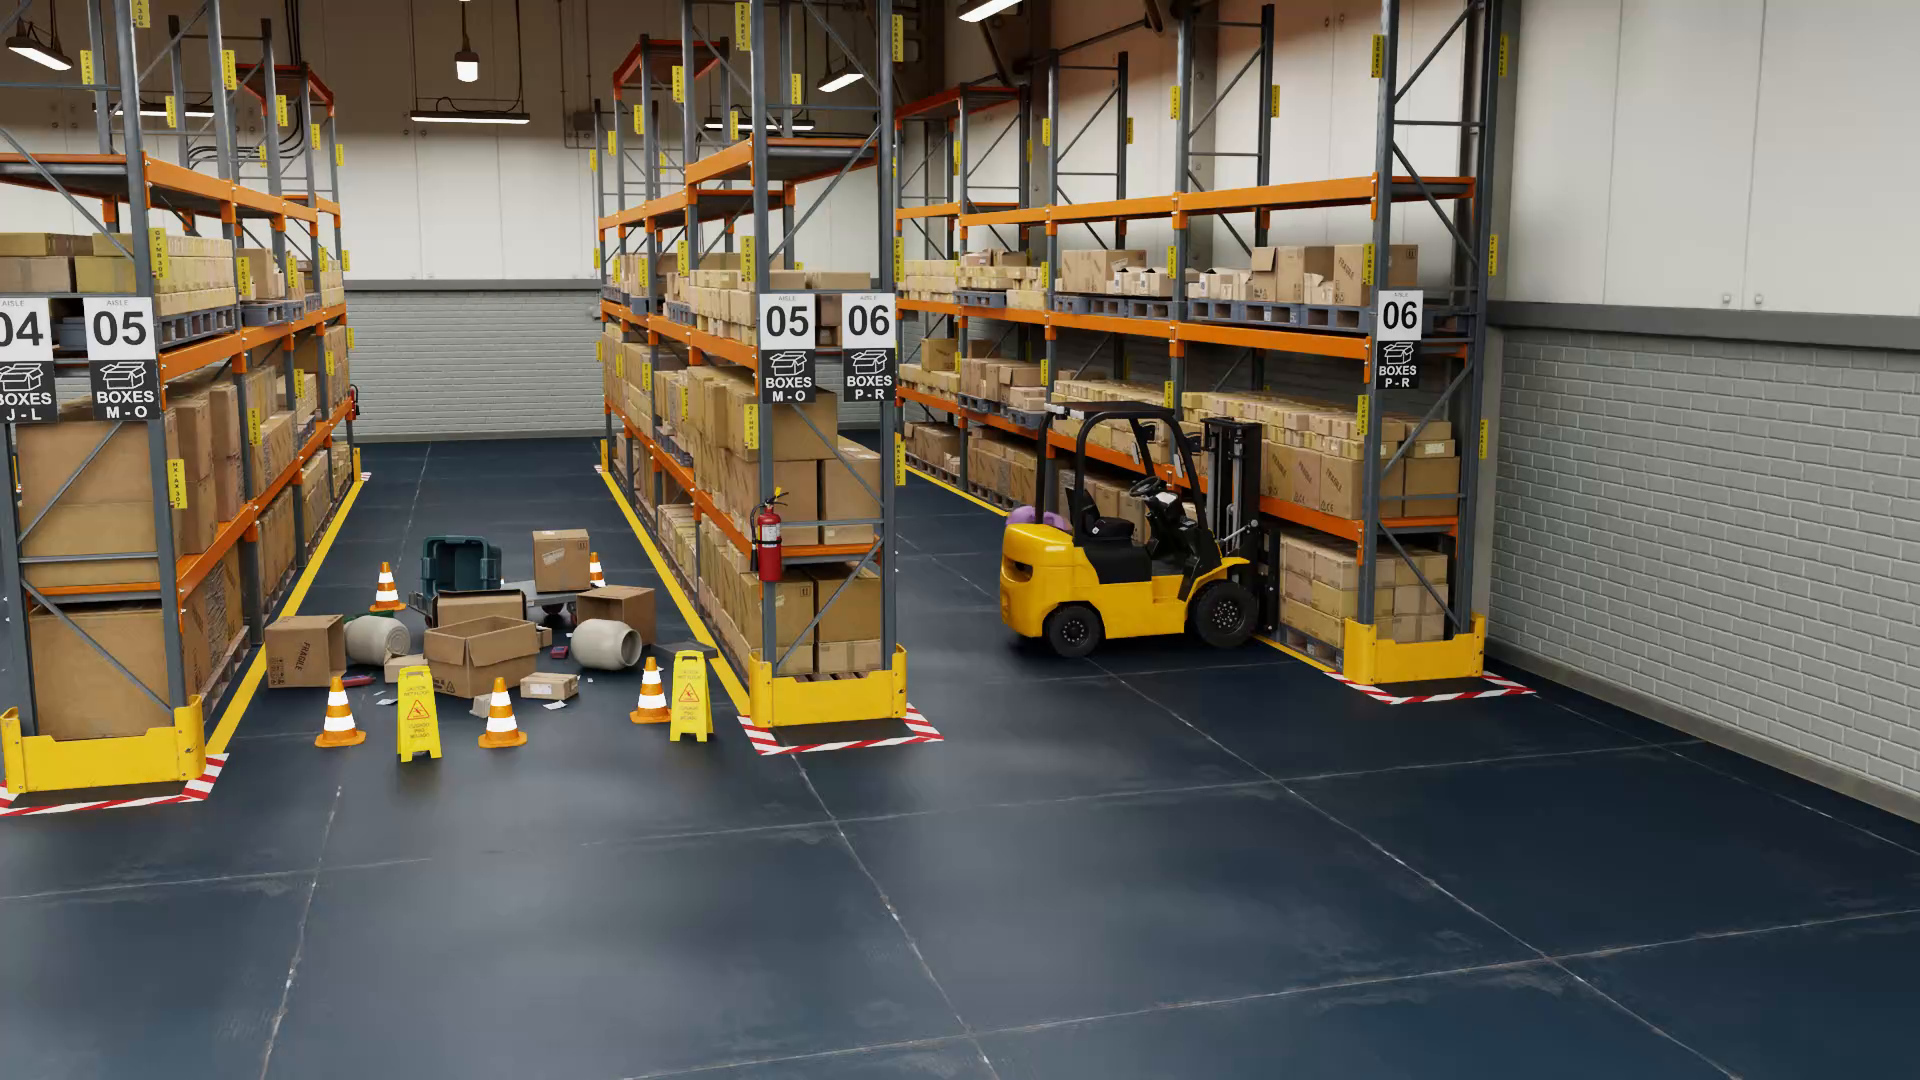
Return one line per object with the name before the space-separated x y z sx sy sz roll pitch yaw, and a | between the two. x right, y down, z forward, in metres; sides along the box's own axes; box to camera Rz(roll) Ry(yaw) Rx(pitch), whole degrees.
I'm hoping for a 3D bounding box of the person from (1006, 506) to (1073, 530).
person | 0.899 0.078 17.618 0.855 0.881 0.419 -3 10 -19
